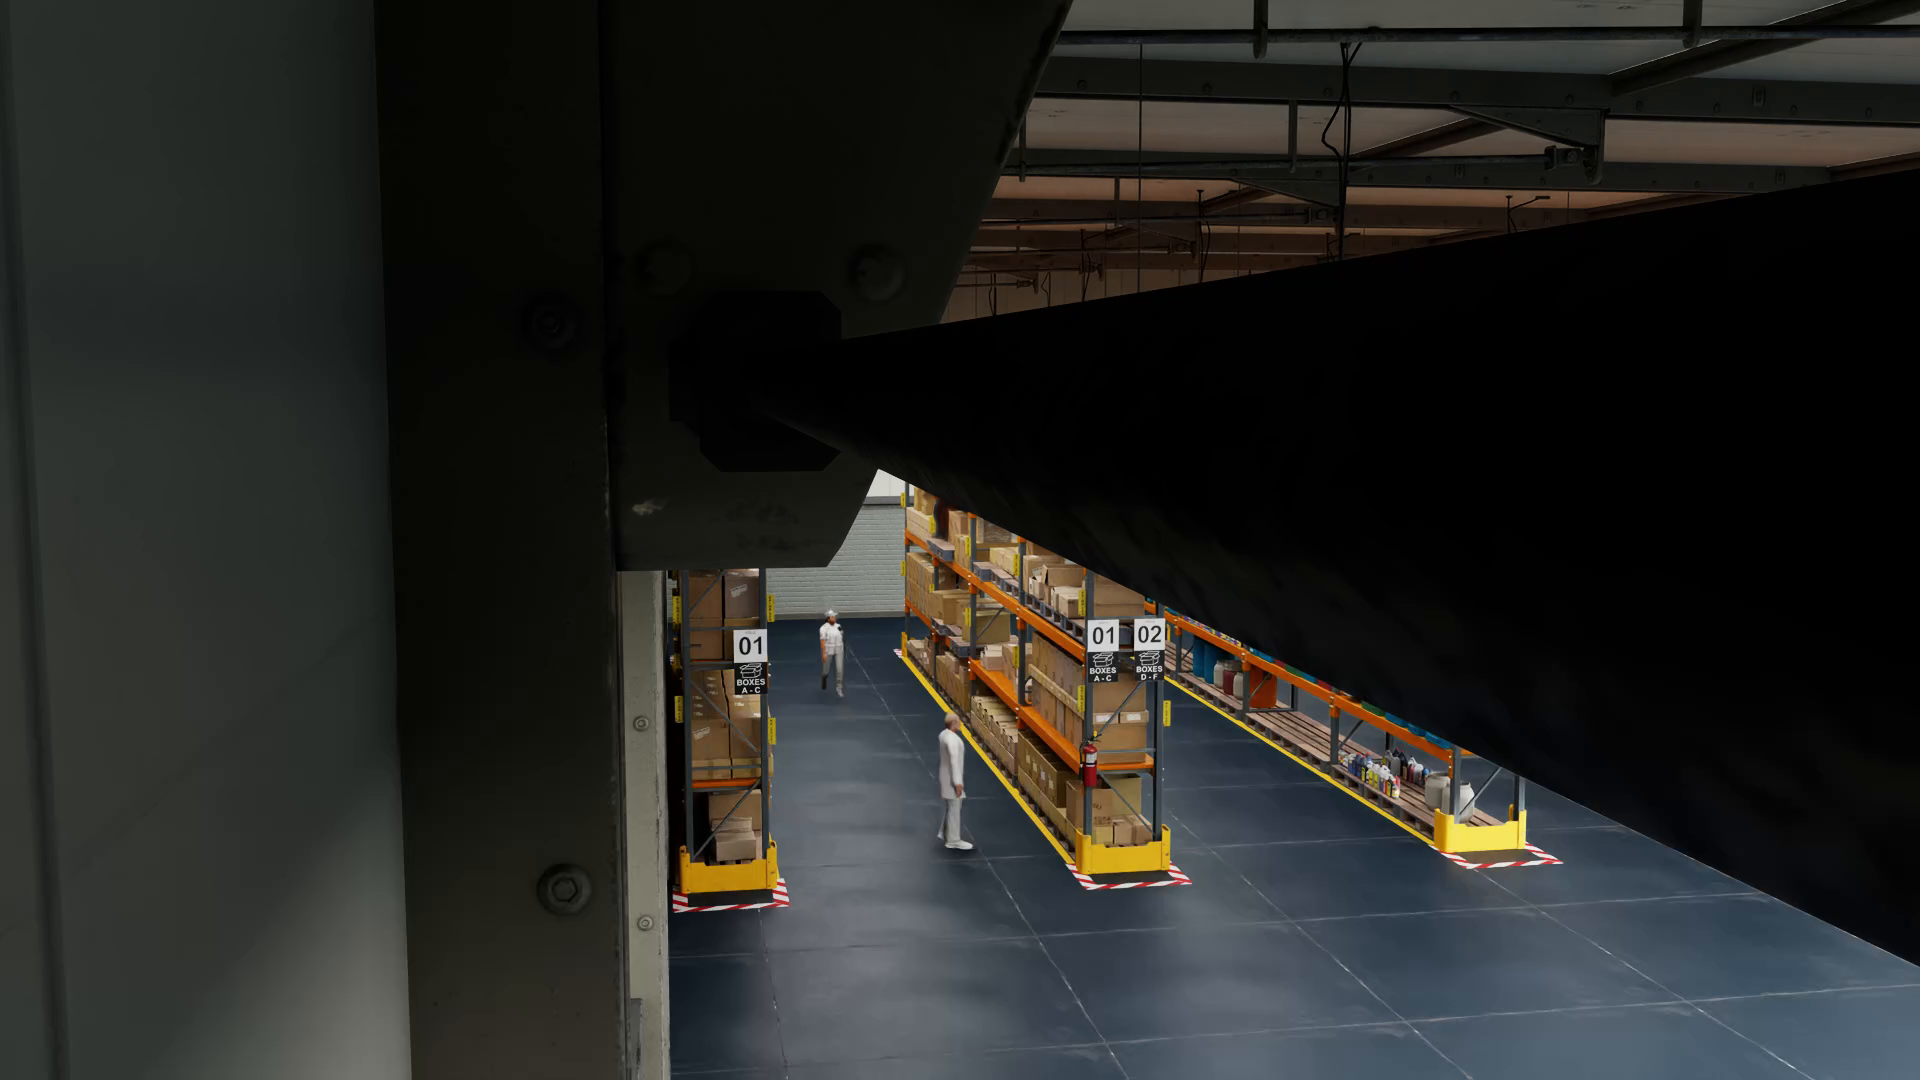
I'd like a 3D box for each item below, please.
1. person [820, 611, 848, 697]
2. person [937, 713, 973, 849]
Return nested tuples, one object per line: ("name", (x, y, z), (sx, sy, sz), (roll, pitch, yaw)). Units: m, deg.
("person", (-2.419, 2.160, 31.912), (0.553, 1.635, 0.629), (-1, 6, -11))
("person", (-0.076, 3.208, 21.984), (0.412, 1.864, 0.678), (-1, 6, -12))
